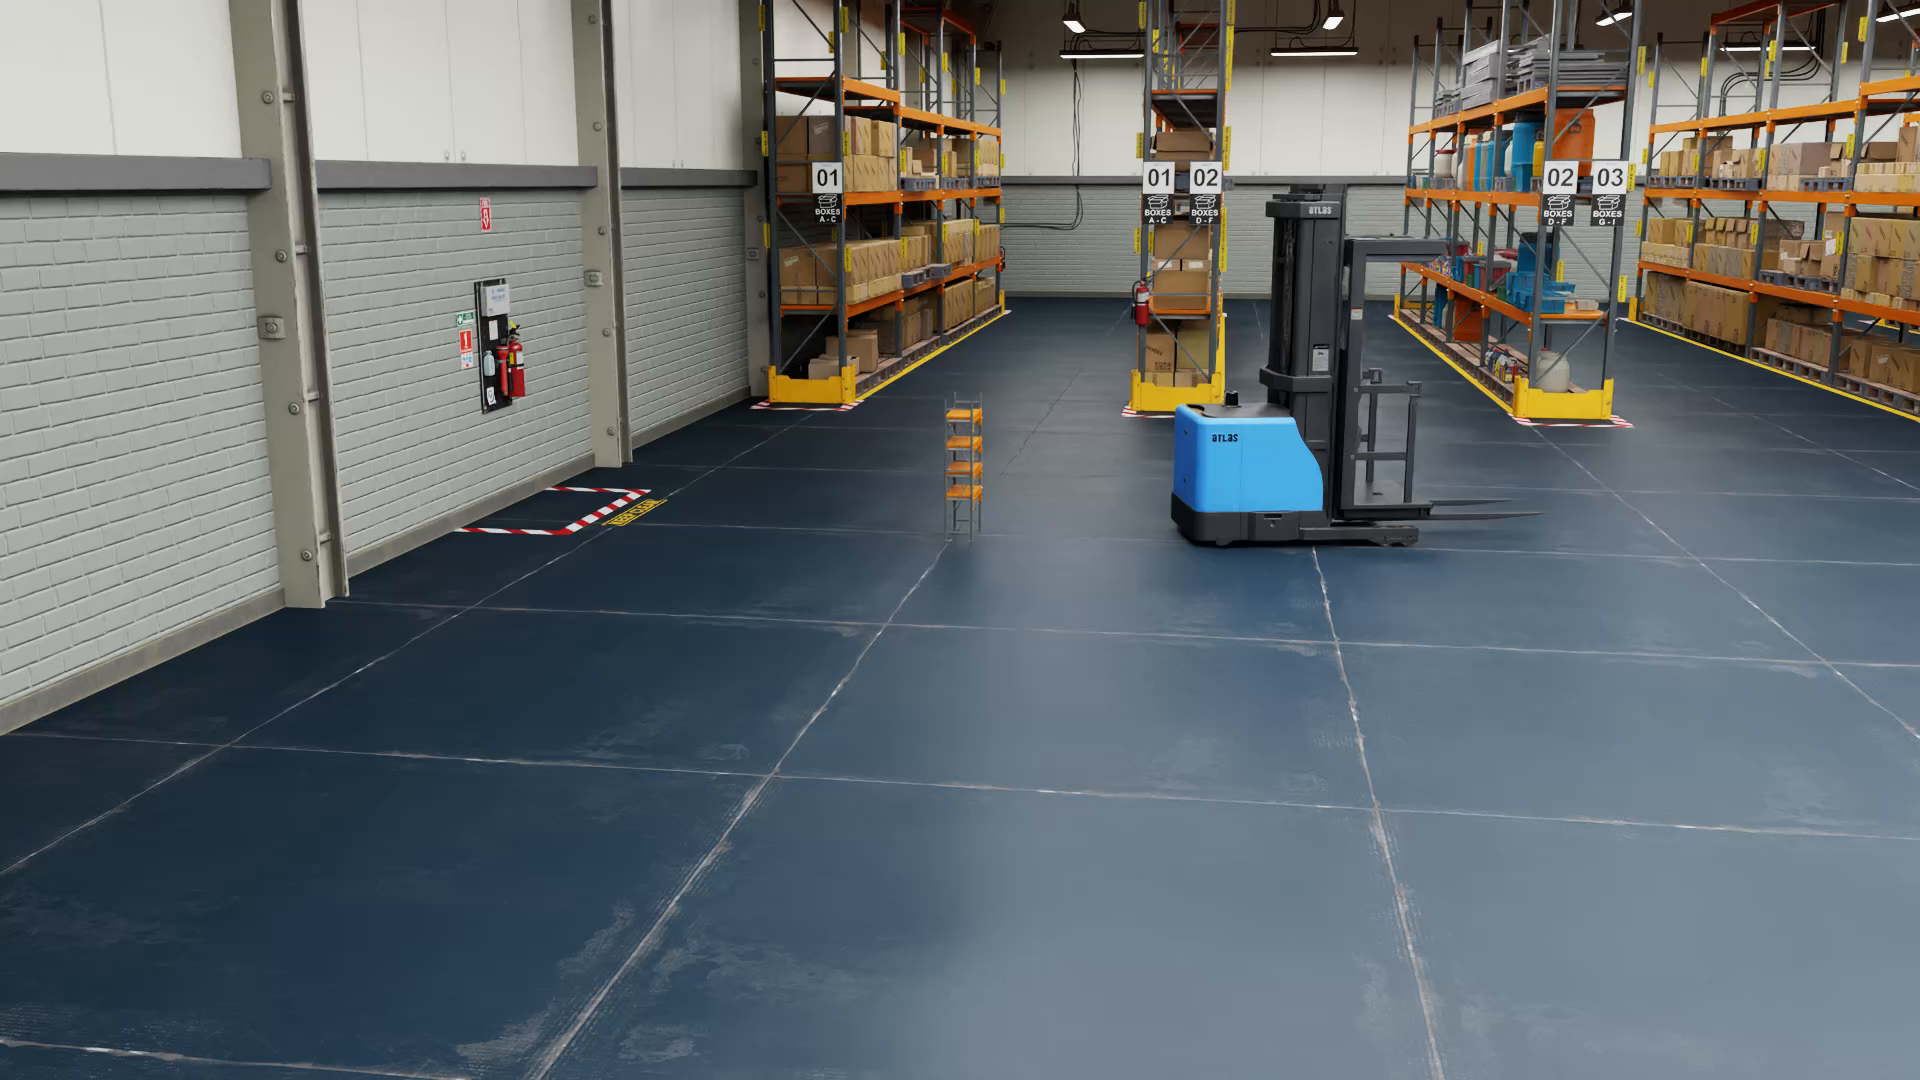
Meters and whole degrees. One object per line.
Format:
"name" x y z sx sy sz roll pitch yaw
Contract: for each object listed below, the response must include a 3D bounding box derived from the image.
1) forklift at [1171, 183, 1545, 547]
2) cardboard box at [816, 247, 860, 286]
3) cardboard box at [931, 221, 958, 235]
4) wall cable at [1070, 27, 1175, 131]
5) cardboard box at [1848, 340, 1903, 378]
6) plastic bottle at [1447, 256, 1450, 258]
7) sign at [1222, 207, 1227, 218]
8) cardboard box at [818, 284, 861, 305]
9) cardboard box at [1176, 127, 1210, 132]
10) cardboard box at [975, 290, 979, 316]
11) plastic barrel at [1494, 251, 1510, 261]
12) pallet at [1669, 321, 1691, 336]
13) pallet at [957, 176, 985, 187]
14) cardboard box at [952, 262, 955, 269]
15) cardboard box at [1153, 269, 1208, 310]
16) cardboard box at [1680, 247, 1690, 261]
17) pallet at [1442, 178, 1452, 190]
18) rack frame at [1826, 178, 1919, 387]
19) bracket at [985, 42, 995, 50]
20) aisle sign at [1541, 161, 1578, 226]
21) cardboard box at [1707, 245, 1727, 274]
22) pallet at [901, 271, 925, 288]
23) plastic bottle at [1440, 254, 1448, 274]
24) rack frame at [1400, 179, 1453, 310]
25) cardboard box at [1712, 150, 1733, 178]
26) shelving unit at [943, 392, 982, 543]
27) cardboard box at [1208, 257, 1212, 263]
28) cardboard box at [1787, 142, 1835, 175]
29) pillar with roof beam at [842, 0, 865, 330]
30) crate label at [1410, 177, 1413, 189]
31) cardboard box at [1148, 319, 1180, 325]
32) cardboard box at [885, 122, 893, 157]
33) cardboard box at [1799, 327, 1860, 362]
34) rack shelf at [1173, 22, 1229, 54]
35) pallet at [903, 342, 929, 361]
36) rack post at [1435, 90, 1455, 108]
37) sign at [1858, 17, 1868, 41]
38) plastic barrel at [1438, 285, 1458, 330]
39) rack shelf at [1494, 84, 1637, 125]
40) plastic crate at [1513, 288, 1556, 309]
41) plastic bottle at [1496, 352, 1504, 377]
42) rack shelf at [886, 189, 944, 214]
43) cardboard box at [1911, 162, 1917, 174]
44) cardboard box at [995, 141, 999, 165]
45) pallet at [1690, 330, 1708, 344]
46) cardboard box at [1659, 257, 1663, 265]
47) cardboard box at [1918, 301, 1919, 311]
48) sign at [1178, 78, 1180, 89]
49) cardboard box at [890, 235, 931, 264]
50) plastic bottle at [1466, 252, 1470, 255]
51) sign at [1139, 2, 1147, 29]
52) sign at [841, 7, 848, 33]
"forklift" 3.387 -1.488 13.941 3.031 2.935 1.130 -1 12 -4
"cardboard box" -1.672 -3.746 22.786 0.500 0.500 0.500 2 12 9
"cardboard box" -0.333 -5.892 31.442 0.500 0.250 0.500 2 12 9
"wall cable" 4.314 -11.646 42.056 3.097 2.526 0.112 2 12 9
"cardboard box" 13.155 -2.606 23.903 0.500 0.500 0.500 1 12 7
"plastic bottle" 9.153 -5.188 31.243 0.152 0.276 0.135 2 12 9
"sign" 5.859 -7.223 36.891 0.100 0.325 0.005 2 12 9
"cardboard box" -1.654 -3.381 22.872 0.500 0.250 0.500 2 12 7
"cardboard box" 3.602 -6.119 25.724 0.500 0.500 0.500 2 12 9
"cardboard box" 0.019 -4.987 34.952 0.700 0.500 0.500 2 12 9
"plastic barrel" 9.030 -4.532 27.636 0.421 0.512 0.421 0 12 0
"pallet" 14.681 -4.163 32.809 1.003 0.211 1.213 2 12 9
"pallet" -0.061 -7.445 34.508 1.003 0.211 1.213 2 12 9
"cardboard box" -0.307 -5.287 31.953 0.380 0.149 0.250 2 12 9
"cardboard box" 2.937 -3.340 22.132 0.700 0.500 0.500 2 12 9
"cardboard box" 14.295 -5.543 32.243 0.500 0.250 0.500 2 12 8
"pallet" 9.397 -6.502 30.373 1.003 0.211 1.213 2 12 9
"rack frame" 13.256 -3.705 24.065 1.000 3.000 0.127 2 12 9
"bracket" 0.758 -12.535 42.253 0.235 0.232 0.430 2 12 9
"aisle sign" 7.442 -4.298 20.647 0.394 0.787 0.004 2 12 9
"cardboard box" 14.015 -5.123 30.406 0.500 0.500 0.500 2 12 7
"pallet" -1.166 -4.247 27.035 1.003 0.211 1.213 2 12 9
"plastic bottle" 8.859 -5.042 30.385 0.144 0.351 0.185 2 12 9
"rack frame" 10.207 -6.363 36.400 1.000 3.000 0.127 2 12 9
"cardboard box" 14.407 -6.970 30.860 0.700 0.500 0.500 2 12 10
"shelving unit" 0.025 -0.621 14.027 0.258 1.200 0.503 2 12 9
"cardboard box" 3.204 -3.742 22.458 0.380 0.149 0.250 2 12 9
"cardboard box" 13.393 -5.997 26.158 0.500 0.500 0.500 2 12 7
"pillar with roof beam" 2.387 -7.570 27.758 9.100 9.000 0.400 2 12 9
"crate label" 9.746 -7.575 35.258 0.408 0.251 0.502 2 12 9
"cardboard box" 3.018 -3.064 24.839 0.500 0.500 0.500 2 12 9
"cardboard box" -1.311 -5.972 24.806 0.500 0.500 0.500 3 12 12
"cardboard box" 13.549 -3.040 25.870 0.700 0.500 0.500 1 12 4
"rack shelf" 5.006 -10.314 34.311 1.077 0.370 4.000 2 12 9
"pallet" -1.124 -3.240 28.527 1.003 0.211 1.213 2 12 9
"rack post" 9.432 -8.252 31.104 0.937 0.300 0.954 2 12 8
"sign" 12.707 -7.188 23.395 0.100 0.325 0.005 2 12 9
"plastic barrel" 9.383 -4.450 31.507 0.600 0.901 0.708 2 12 9
"rack shelf" 8.054 -5.835 22.363 1.077 0.370 4.000 2 12 9
"plastic crate" 7.634 -3.209 22.116 0.499 0.251 0.408 2 12 9
"plastic bottle" 7.733 -2.503 23.732 0.144 0.351 0.185 2 12 8
"rack shelf" -1.120 -5.717 27.990 1.077 0.370 4.000 2 12 9
"cardboard box" 12.670 -4.854 21.687 0.380 0.149 0.250 1 12 6
"cardboard box" 0.575 -8.537 36.708 0.500 0.500 0.500 2 12 8
"pallet" 14.442 -3.844 31.329 1.003 0.211 1.213 2 12 9
"cardboard box" 14.486 -5.697 33.903 0.380 0.149 0.250 2 12 7
"cardboard box" 12.640 -3.023 21.499 0.380 0.149 0.250 2 12 9
"sign" 4.777 -9.970 36.492 0.100 0.325 0.005 2 12 9
"cardboard box" -0.874 -5.185 29.650 0.700 0.500 0.500 0 12 2
"plastic bottle" 9.603 -5.271 31.448 0.144 0.351 0.185 2 12 9
"sign" 2.319 -6.643 21.051 0.100 0.325 0.005 2 12 9
"sign" -1.506 -6.764 21.615 0.100 0.325 0.005 2 12 9
